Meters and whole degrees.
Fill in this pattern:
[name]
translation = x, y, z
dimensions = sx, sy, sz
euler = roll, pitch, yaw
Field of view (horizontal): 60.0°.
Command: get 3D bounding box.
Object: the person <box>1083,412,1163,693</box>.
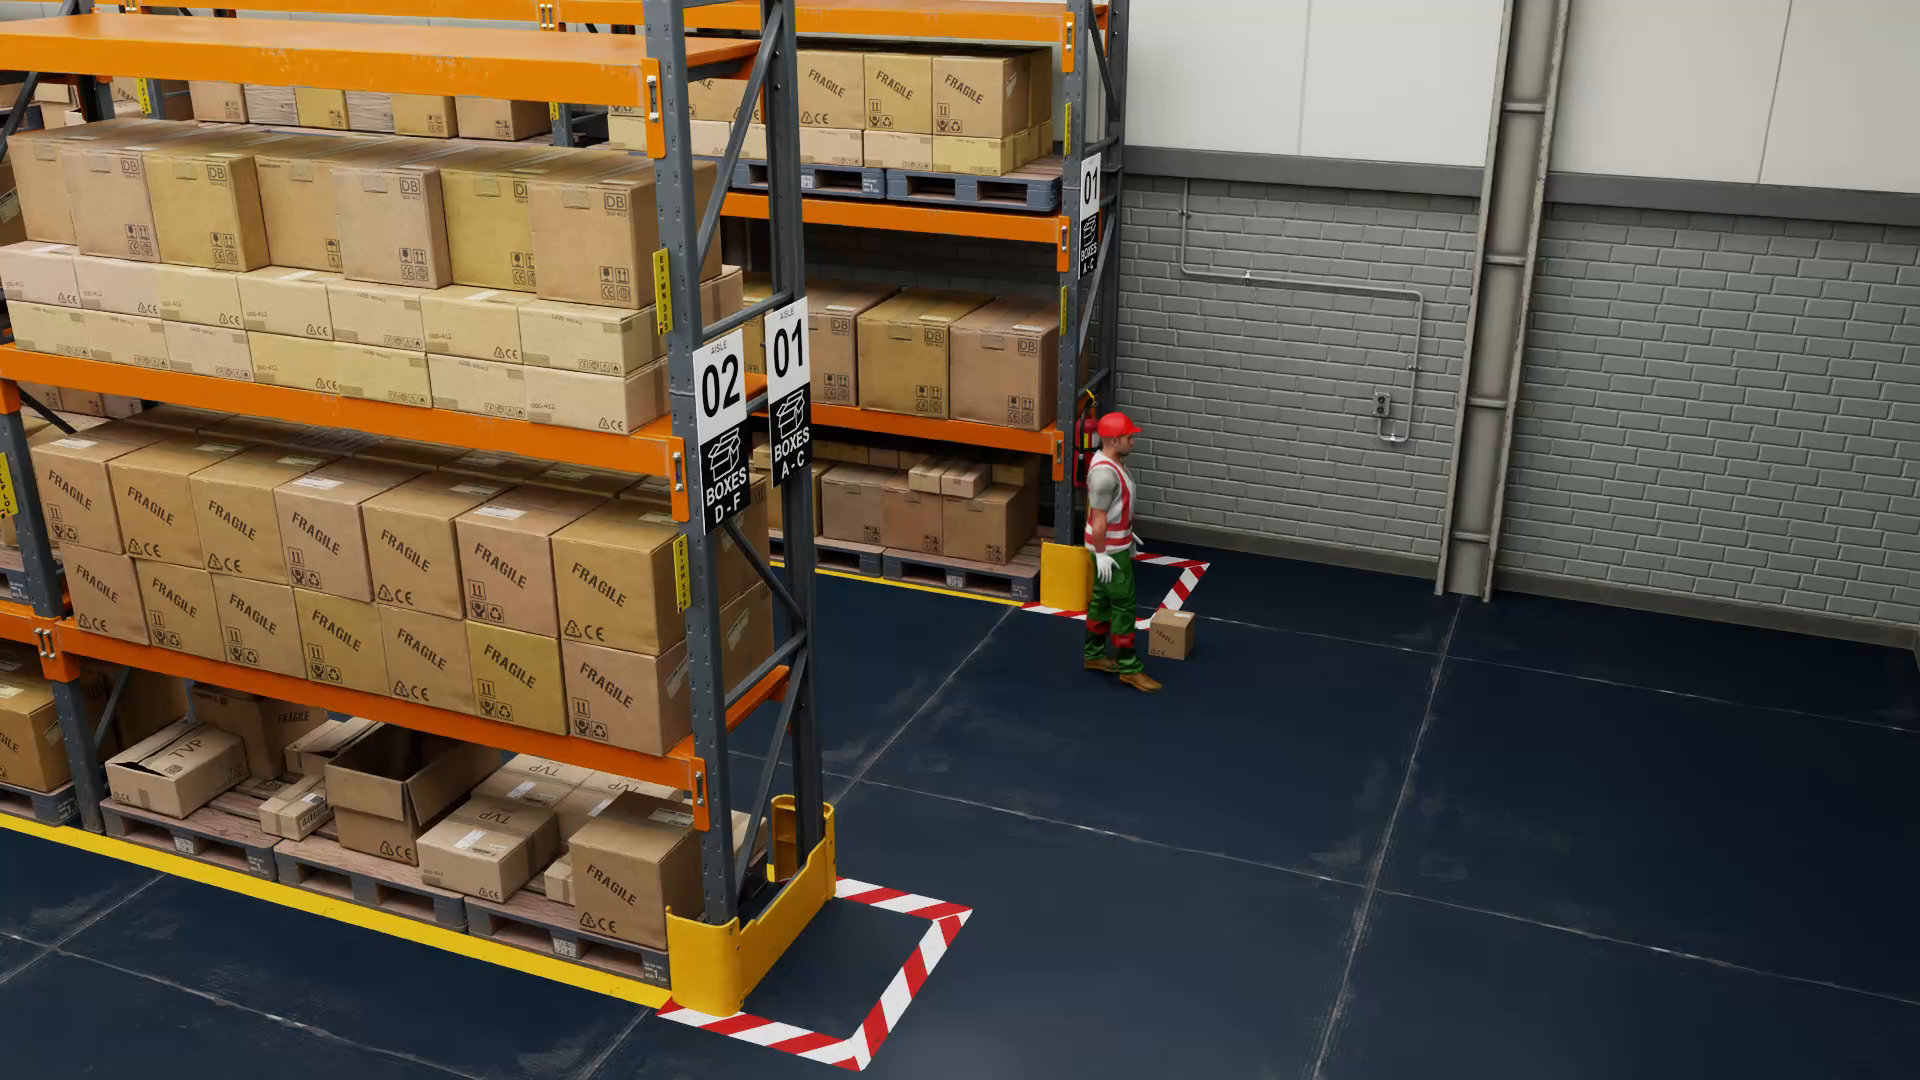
[person]
translation = 1.079, 0.053, 10.761
dimensions = 0.558, 1.799, 0.560
euler = 3, 22, 8
